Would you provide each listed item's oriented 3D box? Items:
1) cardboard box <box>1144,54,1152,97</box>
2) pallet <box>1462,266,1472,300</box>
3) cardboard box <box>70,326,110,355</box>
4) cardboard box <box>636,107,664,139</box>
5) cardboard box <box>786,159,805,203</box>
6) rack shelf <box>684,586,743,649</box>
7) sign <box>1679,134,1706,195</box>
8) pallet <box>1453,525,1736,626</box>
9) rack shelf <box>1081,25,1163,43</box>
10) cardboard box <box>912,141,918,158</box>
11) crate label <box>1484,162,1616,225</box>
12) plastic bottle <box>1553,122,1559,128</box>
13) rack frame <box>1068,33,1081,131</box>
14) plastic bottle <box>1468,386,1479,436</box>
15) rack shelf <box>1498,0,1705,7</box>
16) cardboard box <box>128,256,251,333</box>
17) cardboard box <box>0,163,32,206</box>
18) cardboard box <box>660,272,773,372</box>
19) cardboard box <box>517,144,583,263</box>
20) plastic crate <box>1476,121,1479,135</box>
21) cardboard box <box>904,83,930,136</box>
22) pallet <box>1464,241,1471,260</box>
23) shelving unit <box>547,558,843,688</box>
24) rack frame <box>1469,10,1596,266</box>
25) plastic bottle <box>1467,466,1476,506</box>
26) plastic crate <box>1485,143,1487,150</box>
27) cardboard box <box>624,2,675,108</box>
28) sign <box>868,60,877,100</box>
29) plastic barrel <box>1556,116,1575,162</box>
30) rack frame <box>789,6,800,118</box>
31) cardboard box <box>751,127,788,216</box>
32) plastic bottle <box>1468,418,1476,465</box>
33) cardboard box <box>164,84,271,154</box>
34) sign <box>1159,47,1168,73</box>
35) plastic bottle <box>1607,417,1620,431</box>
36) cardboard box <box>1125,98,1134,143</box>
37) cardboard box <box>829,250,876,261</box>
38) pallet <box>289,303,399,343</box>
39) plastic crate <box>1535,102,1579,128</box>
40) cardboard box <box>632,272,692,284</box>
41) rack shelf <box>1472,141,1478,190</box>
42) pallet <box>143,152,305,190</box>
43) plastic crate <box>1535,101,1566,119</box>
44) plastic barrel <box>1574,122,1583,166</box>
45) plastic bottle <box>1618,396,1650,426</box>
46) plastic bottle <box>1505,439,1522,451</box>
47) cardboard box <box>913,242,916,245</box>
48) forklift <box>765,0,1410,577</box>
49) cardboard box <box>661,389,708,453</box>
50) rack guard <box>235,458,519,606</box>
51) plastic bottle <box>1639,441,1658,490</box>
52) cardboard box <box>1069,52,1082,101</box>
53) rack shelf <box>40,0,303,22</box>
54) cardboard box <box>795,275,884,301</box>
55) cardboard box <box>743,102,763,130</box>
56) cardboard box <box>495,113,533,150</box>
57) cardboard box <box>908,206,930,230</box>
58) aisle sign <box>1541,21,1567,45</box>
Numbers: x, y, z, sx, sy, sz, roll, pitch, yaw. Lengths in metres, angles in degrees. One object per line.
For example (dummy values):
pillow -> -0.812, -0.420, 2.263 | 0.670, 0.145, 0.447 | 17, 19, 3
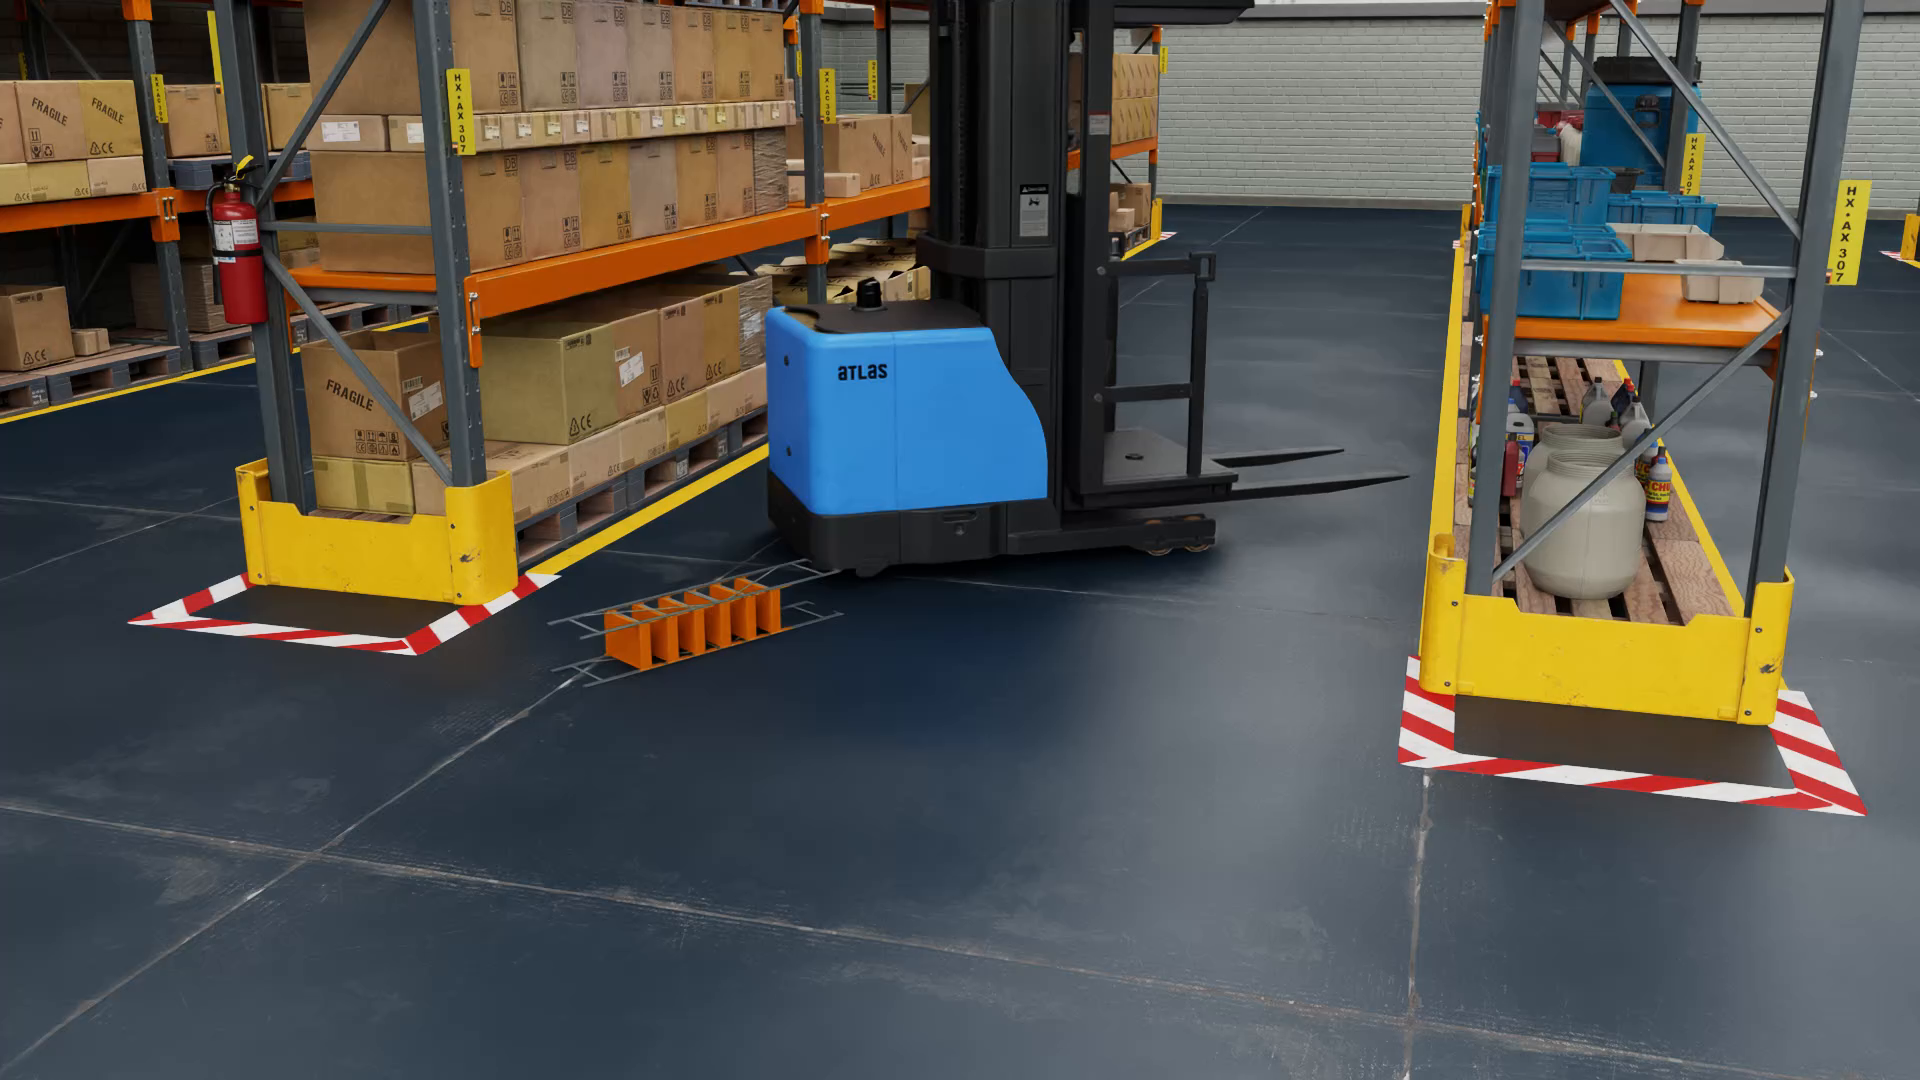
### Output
cardboard box -> 2.060, -5.709, 20.445 | 0.500, 0.500, 0.500 | 5, 17, 17
pallet -> 5.418, -2.478, 16.180 | 1.003, 0.211, 1.213 | 5, 16, 16
cardboard box -> -6.219, -1.400, 11.654 | 0.380, 0.166, 0.250 | 2, 16, 9
cardboard box -> -1.726, -2.112, 8.408 | 0.380, 0.149, 0.250 | 5, 17, 16
cardboard box -> -1.247, -2.371, 10.965 | 0.500, 0.250, 0.500 | 6, 17, 19
rack shelf -> -0.959, 0.295, 6.436 | 0.103, 0.180, 0.258 | -15, 21, -42
sign -> 3.928, -2.013, 8.923 | 0.100, 0.325, 0.005 | 5, 16, 16
pallet -> 2.479, 0.227, 6.643 | 1.003, 0.211, 1.213 | 5, 16, 16
rack shelf -> 1.497, -6.024, 19.391 | 1.077, 0.370, 4.000 | 5, 16, 16
cardboard box -> -0.648, -3.095, 13.408 | 0.500, 0.311, 0.500 | 4, 16, 15
crate label -> 2.530, -1.399, 7.198 | 0.502, 0.435, 0.616 | 5, 16, 16
plastic bottle -> 5.591, -3.740, 15.609 | 0.144, 0.351, 0.185 | 5, 16, 16
rack frame -> 0.929, -4.404, 17.858 | 1.000, 3.000, 0.127 | 5, 16, 16
plastic bottle -> 2.827, -0.691, 8.953 | 0.152, 0.276, 0.135 | 5, 17, 18
rack shelf -> 2.835, -2.499, 6.965 | 1.077, 0.370, 4.000 | 5, 16, 16
cardboard box -> -5.902, -1.897, 12.794 | 0.700, 0.500, 0.500 | 5, 17, 18
cardboard box -> -6.217, -2.221, 10.402 | 0.500, 0.250, 0.500 | 5, 16, 16
cardboard box -> -1.420, -1.282, 9.749 | 0.500, 0.500, 0.500 | 5, 16, 16
cardboard box -> -2.192, -1.571, 7.688 | 0.700, 0.500, 0.500 | 5, 17, 17
plastic crate -> 6.053, -4.630, 18.852 | 0.416, 0.233, 0.300 | 5, 16, 16
cardboard box -> -0.137, -3.781, 14.709 | 0.700, 0.500, 0.500 | -1, 16, -3
pallet -> 6.193, -3.193, 18.698 | 1.003, 0.211, 1.213 | 5, 16, 16
shelving unit -> -0.992, 0.303, 6.406 | 1.200, 0.189, 0.258 | -15, 21, -42
rack frame -> 5.677, -4.019, 16.500 | 1.000, 3.000, 0.127 | 5, 16, 16
plastic bottle -> 2.368, -0.259, 7.567 | 0.097, 0.201, 0.097 | 0, 16, 0
plastic crate -> 3.419, -2.231, 10.226 | 0.392, 0.384, 0.575 | 5, 16, 16
cardboard box -> -1.893, -2.472, 8.488 | 0.700, 0.500, 0.500 | 5, 16, 16
sign -> -0.731, -3.916, 14.161 | 0.100, 0.325, 0.005 | 5, 16, 16
plastic barrel -> 4.452, -2.740, 11.788 | 0.421, 0.512, 0.421 | 0, 16, 0
rack frame -> -2.685, -5.833, 22.898 | 1.000, 3.000, 0.127 | 5, 16, 16
cardboard box -> -1.465, -2.242, 10.054 | 0.700, 0.500, 0.500 | 4, 16, 14
plastic bottle -> 2.602, -0.523, 8.225 | 0.144, 0.351, 0.185 | 4, 16, 15
cardboard box -> -5.752, -3.230, 12.729 | 0.700, 0.500, 0.500 | 6, 17, 22
sign -> 2.592, -6.111, 21.176 | 0.100, 0.325, 0.005 | 5, 16, 16
plastic bottle -> 3.198, -0.471, 8.164 | 0.061, 0.283, 0.133 | 5, 16, 16
cardboard box -> 1.765, -4.962, 19.643 | 0.500, 0.500, 0.500 | 4, 16, 15
cardboard box -> -0.927, -2.121, 13.050 | 0.500, 0.311, 0.500 | 4, 16, 14
pallet -> -5.531, -1.876, 14.057 | 1.003, 0.211, 1.213 | 5, 16, 16
plastic crate -> 6.171, -4.292, 17.238 | 0.402, 0.464, 0.583 | 5, 16, 16
cardboard box -> -1.911, -1.322, 9.889 | 0.500, 0.500, 0.500 | 5, 16, 16
rack shelf -> 6.245, -4.196, 18.443 | 1.077, 0.370, 4.000 | 5, 16, 16
pallet -> -5.739, -2.790, 12.521 | 1.003, 0.211, 1.213 | 5, 16, 16
plastic crate -> 6.897, -5.009, 19.817 | 0.616, 0.435, 0.499 | 5, 16, 16
plastic barrel -> 3.885, -2.224, 9.925 | 0.433, 0.535, 0.433 | 0, 16, 0
plastic bottle -> 3.350, -0.537, 8.275 | 0.144, 0.351, 0.185 | 5, 16, 16
plastic bottle -> 2.677, -0.405, 8.081 | 0.097, 0.201, 0.097 | 0, 16, 0
cardboard box -> -0.121, -2.350, 13.859 | 0.500, 0.311, 0.500 | 5, 17, 17
forklift -> 0.657, -1.467, 7.630 | 3.031, 2.935, 1.130 | -5, 17, -17
cardboard box -> -1.688, -0.659, 8.924 | 0.500, 0.250, 0.500 | 5, 16, 16
rack guard -> -2.488, -0.055, 7.108 | 1.175, 0.500, 0.348 | 5, 16, 16
plastic bottle -> 3.178, -0.318, 7.647 | 0.097, 0.271, 0.097 | 0, 16, 0
cardboard box -> 1.332, -5.034, 18.065 | 0.500, 0.500, 0.500 | 5, 17, 17
rack shelf -> -5.527, -4.314, 13.363 | 1.077, 0.370, 4.000 | 5, 16, 16
cardboard box -> -0.841, -1.679, 11.493 | 0.500, 0.311, 0.500 | 4, 16, 15
cardboard box -> -1.361, -2.450, 9.597 | 0.380, 0.149, 0.250 | 4, 16, 14
cardboard box -> -2.091, -1.780, 7.234 | 0.380, 0.149, 0.250 | 4, 16, 14
cardboard box -> -0.155, -3.005, 15.327 | 0.500, 0.250, 0.500 | 5, 17, 18
aisle sign -> 7.115, -6.312, 19.821 | 0.394, 0.787, 0.004 | 5, 16, 16
